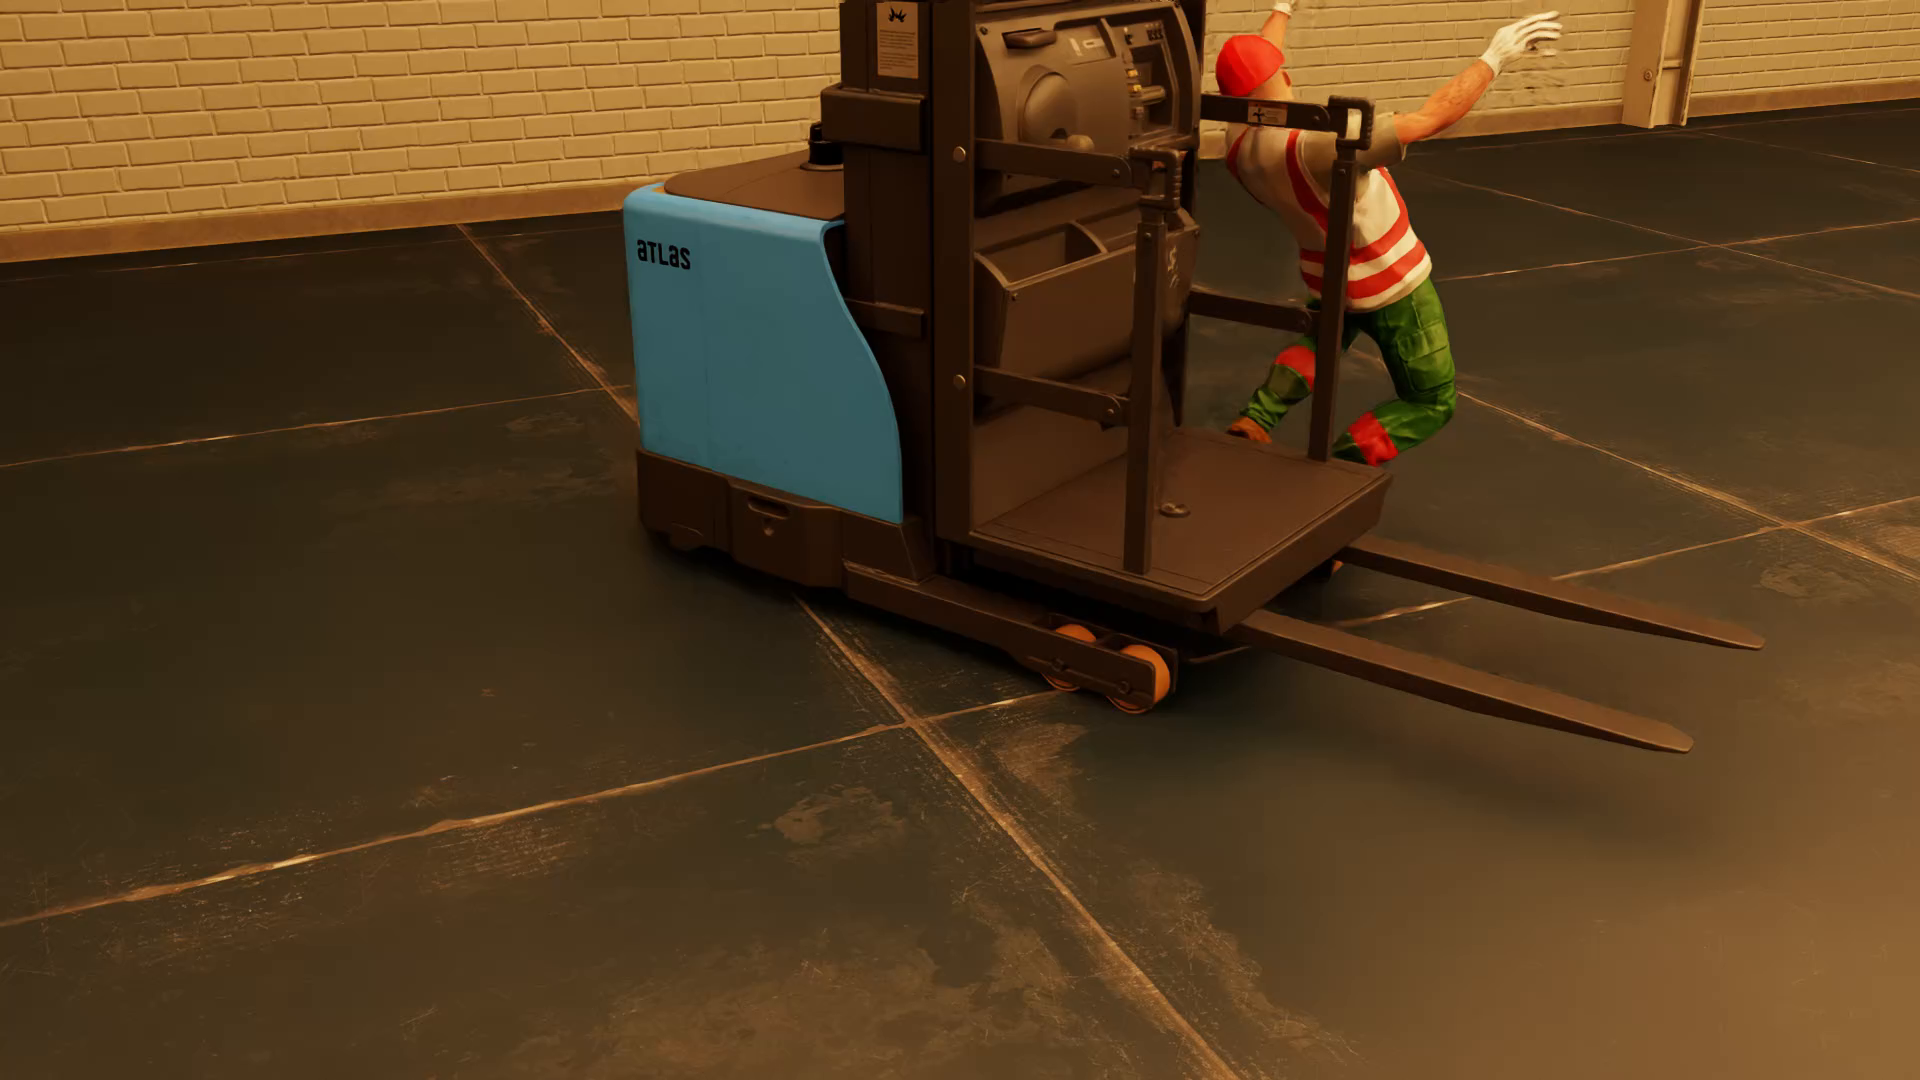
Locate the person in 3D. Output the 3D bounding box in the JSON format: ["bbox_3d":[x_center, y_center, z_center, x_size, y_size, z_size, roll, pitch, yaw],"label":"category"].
[{"bbox_3d":[1.132,-0.864,4.981,0.738,1.658,1.013,-11,25,-25],"label":"person"}]

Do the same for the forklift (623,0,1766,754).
[{"bbox_3d":[0.509,-1.158,4.074,3.031,2.935,1.130,16,28,34],"label":"forklift"}]
